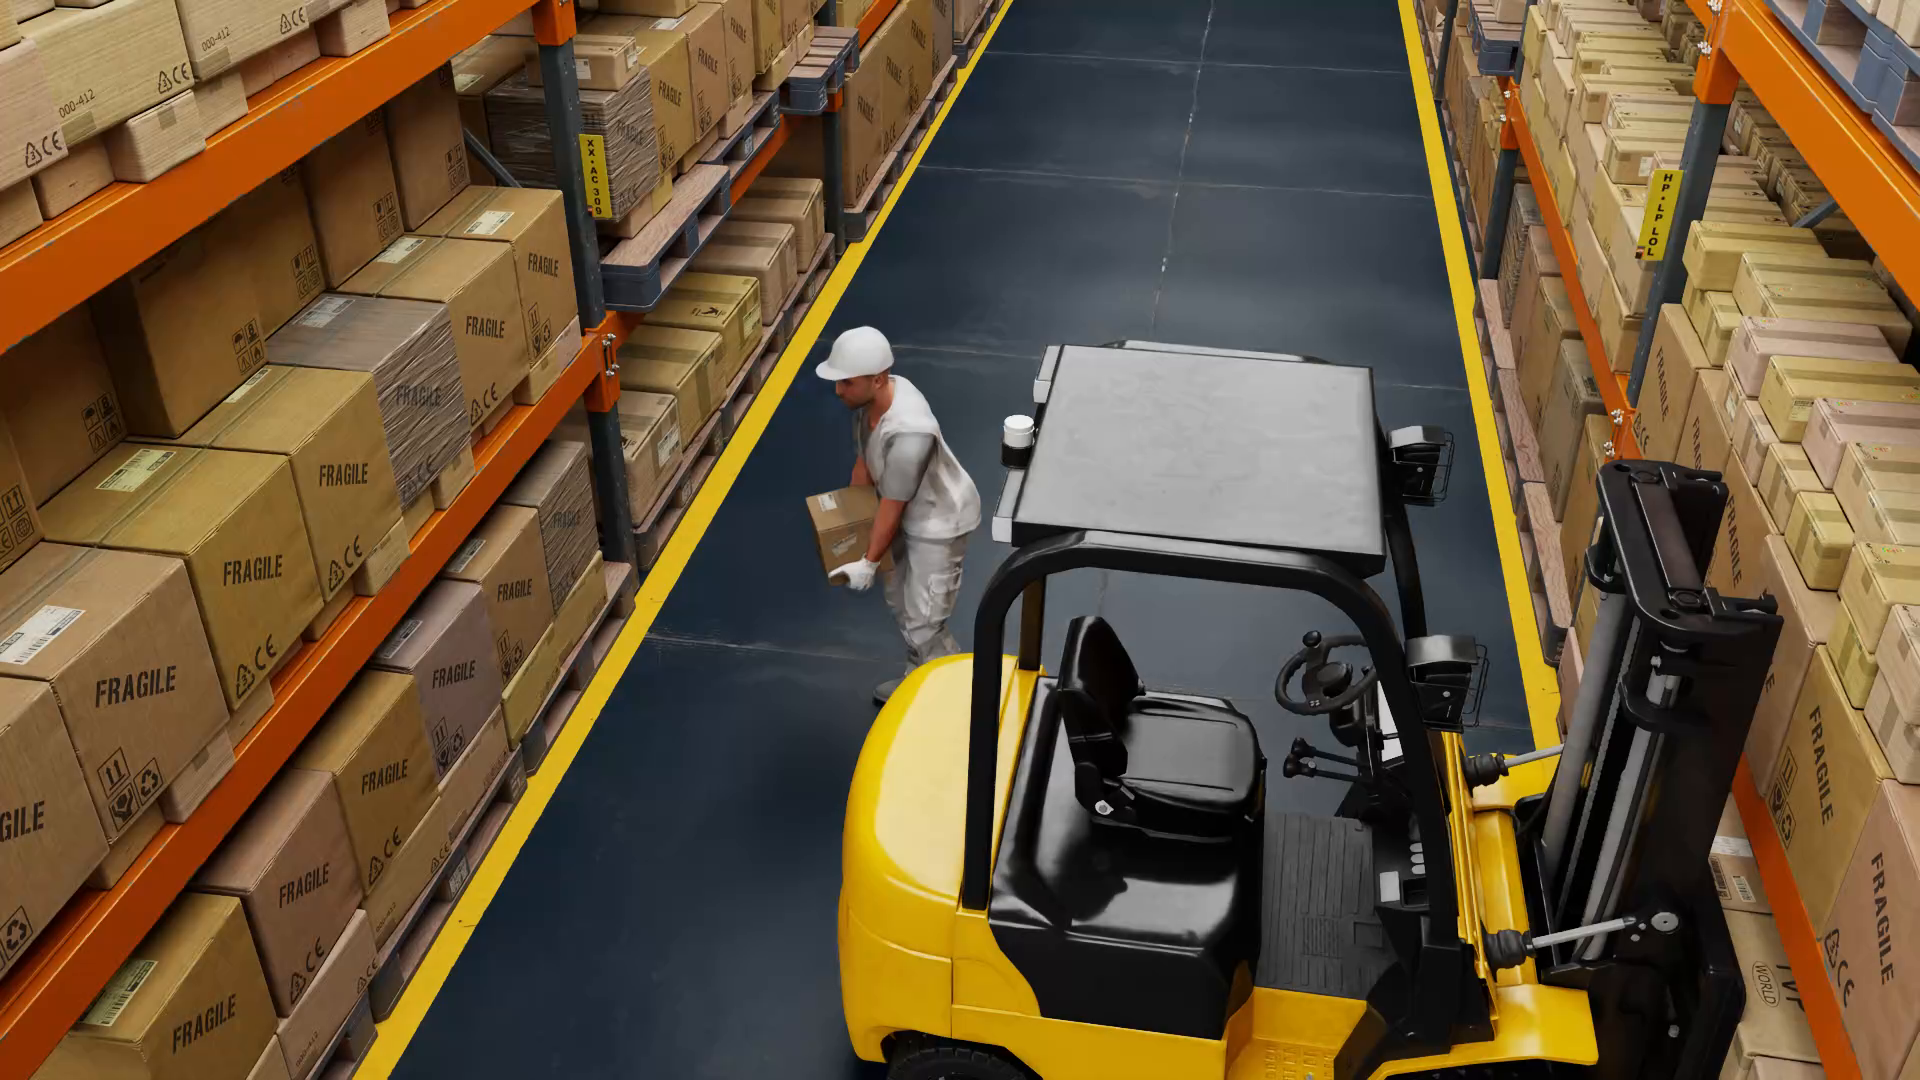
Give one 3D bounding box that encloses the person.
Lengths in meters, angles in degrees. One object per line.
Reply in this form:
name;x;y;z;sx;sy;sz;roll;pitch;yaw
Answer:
person;-0.231;-0.019;6.201;0.609;1.726;0.490;-11;34;-17
